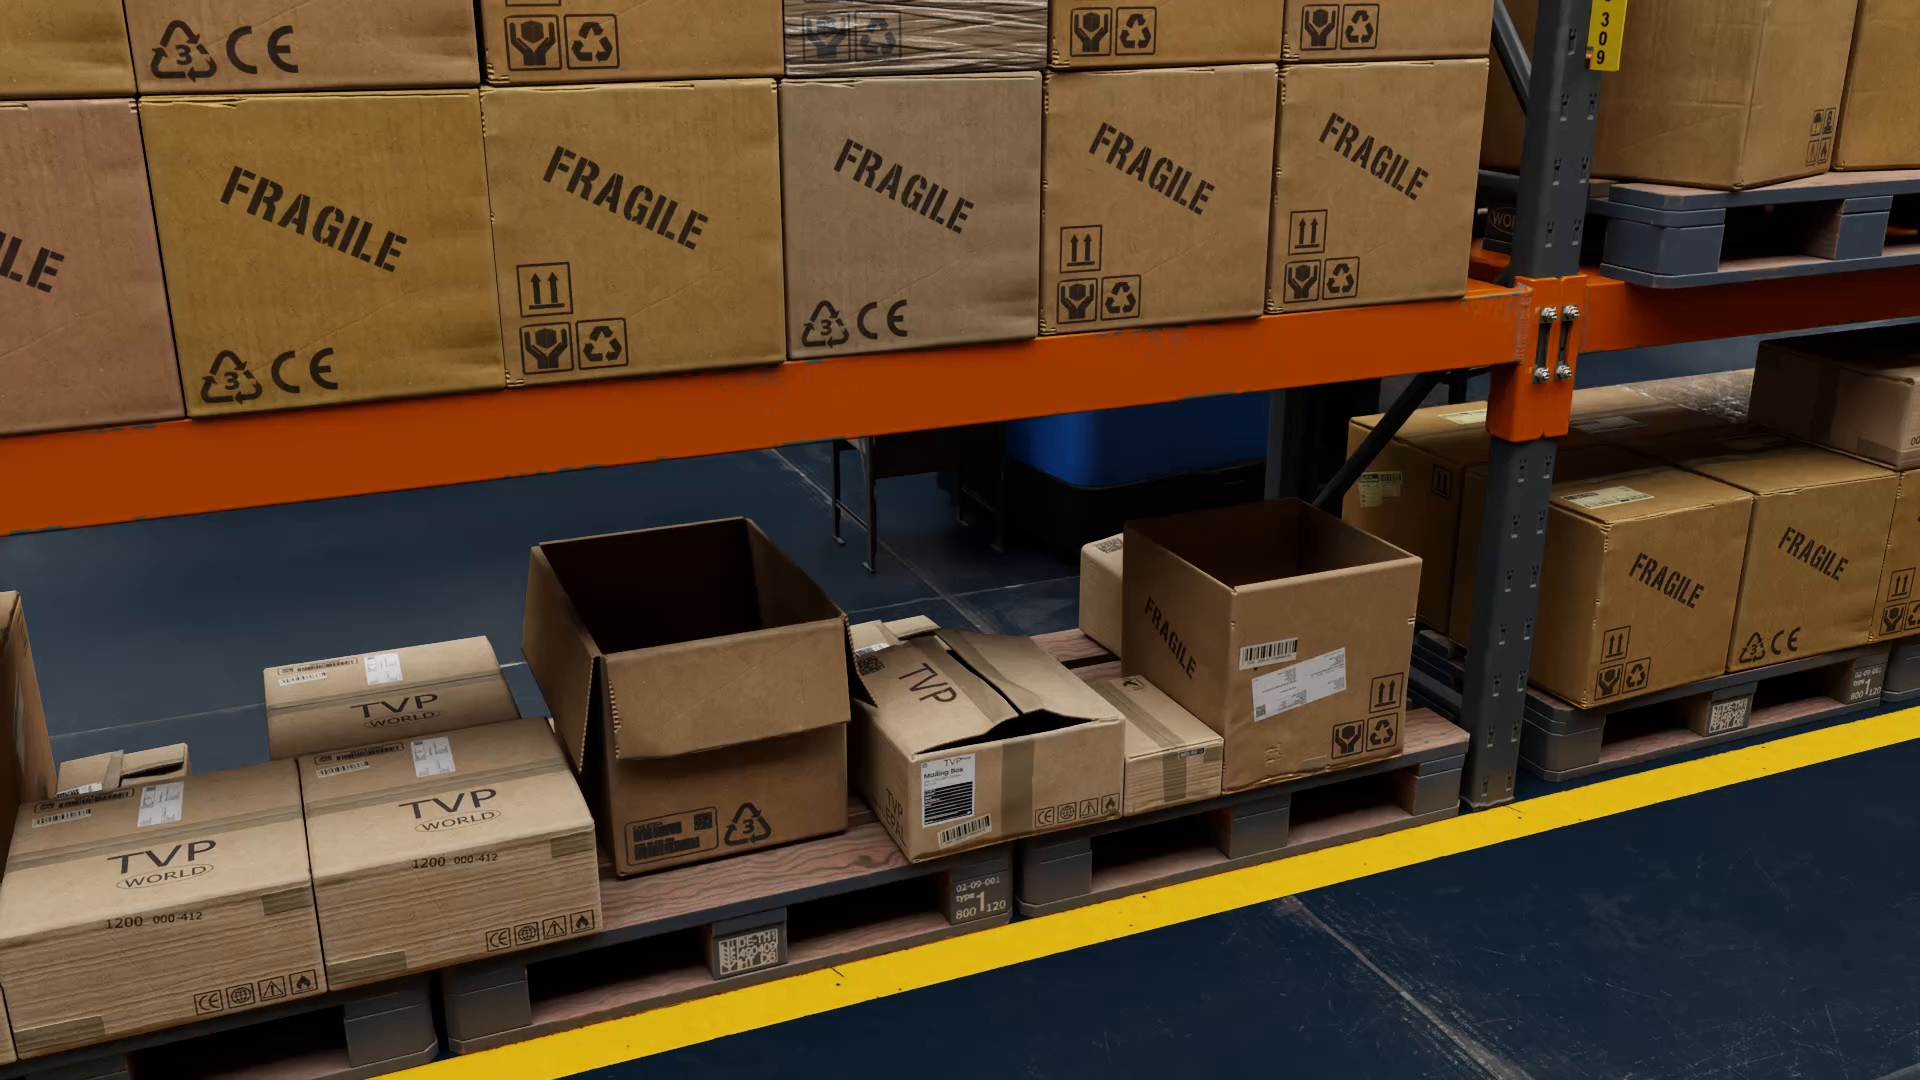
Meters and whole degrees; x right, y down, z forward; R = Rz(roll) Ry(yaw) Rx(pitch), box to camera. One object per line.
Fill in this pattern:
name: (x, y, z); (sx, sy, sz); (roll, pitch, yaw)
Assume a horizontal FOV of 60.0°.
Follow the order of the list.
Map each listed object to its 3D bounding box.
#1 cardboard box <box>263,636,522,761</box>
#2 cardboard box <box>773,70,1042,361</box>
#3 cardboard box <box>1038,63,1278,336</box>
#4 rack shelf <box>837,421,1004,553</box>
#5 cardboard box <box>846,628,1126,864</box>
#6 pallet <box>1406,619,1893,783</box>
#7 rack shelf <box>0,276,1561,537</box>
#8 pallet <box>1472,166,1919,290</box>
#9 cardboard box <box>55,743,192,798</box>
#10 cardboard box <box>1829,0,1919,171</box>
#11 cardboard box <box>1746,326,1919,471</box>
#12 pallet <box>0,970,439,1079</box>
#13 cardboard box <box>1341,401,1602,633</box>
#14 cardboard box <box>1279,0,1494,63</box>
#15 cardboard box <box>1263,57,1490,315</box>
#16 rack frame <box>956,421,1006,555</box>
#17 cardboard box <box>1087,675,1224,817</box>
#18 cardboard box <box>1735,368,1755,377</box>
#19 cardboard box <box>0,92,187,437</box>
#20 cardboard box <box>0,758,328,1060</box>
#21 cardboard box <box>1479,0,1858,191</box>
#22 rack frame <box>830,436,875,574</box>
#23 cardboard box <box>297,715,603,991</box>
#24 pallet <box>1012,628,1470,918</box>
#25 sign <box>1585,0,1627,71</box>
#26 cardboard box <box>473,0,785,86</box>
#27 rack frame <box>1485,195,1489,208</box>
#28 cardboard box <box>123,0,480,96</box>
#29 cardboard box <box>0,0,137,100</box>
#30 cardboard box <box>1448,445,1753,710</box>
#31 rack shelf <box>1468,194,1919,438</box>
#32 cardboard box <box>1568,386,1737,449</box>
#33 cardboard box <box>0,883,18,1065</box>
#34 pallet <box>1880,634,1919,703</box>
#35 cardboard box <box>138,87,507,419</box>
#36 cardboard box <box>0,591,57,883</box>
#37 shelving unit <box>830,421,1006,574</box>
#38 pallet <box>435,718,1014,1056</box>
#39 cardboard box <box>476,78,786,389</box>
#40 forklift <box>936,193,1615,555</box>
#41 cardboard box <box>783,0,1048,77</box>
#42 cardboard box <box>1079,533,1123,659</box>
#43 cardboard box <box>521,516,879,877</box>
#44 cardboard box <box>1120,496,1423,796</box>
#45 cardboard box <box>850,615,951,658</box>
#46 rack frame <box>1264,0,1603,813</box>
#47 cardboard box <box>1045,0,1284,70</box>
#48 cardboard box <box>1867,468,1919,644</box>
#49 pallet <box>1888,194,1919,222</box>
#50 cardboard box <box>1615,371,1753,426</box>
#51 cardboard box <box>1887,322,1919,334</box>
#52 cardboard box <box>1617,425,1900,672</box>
cardboard box: (-1.259, 0.452, 3.700); (0.500, 0.250, 0.500); (-8, 21, -22)
cardboard box: (-0.173, -0.668, 3.252); (0.500, 0.500, 0.500); (-8, 21, -21)
cardboard box: (0.298, -0.736, 3.446); (0.500, 0.500, 0.500); (-8, 21, -20)
rack shelf: (-0.152, -0.295, 5.848); (0.480, 0.518, 0.431); (-8, 21, -22)
cardboard box: (0.029, 0.419, 3.700); (0.500, 0.311, 0.500); (-8, 21, -22)
pallet: (1.860, 0.295, 4.865); (1.213, 0.211, 1.003); (-8, 21, -22)
rack shelf: (-0.708, -0.299, 3.438); (4.000, 0.370, 1.077); (-8, 21, -22)
pallet: (1.905, -0.883, 4.301); (1.213, 0.211, 1.003); (-8, 21, -22)
cardboard box: (-1.735, 0.581, 3.458); (0.250, 0.166, 0.380); (-8, 21, -22)
cardboard box: (2.258, -1.251, 4.274); (0.500, 0.500, 0.700); (-5, 20, -13)
cardboard box: (2.587, -0.404, 4.626); (0.500, 0.250, 0.500); (-8, 21, -22)
pallet: (-1.743, 0.825, 3.361); (1.213, 0.211, 1.003); (-8, 21, -22)
cardboard box: (1.468, -0.082, 4.840); (0.500, 0.500, 0.500); (-8, 21, -22)
cardboard box: (0.767, -1.275, 3.470); (0.500, 0.500, 0.500); (-8, 21, -22)
cardboard box: (0.771, -0.805, 3.640); (0.500, 0.500, 0.500); (-8, 21, -21)
rack frame: (0.072, -1.001, 5.703); (0.015, 2.100, 0.400); (-8, 21, -22)
cardboard box: (0.397, 0.465, 3.815); (0.250, 0.149, 0.380); (-8, 21, -22)
cardboard box: (2.852, -0.278, 5.396); (0.500, 0.500, 0.500); (-9, 21, -24)
cardboard box: (-1.561, -0.470, 2.689); (0.500, 0.500, 0.500); (-8, 21, -22)
cardboard box: (-1.474, 0.663, 3.099); (0.500, 0.250, 0.500); (-8, 21, -22)
cardboard box: (1.652, -1.141, 3.962); (0.500, 0.500, 0.700); (-17, 26, -40)
rack frame: (-0.376, -0.937, 5.520); (0.015, 2.100, 0.400); (-8, 21, -22)
cardboard box: (-1.015, 0.598, 3.286); (0.500, 0.250, 0.500); (-8, 21, -22)
pallet: (0.497, 0.504, 4.273); (1.213, 0.211, 1.003); (-8, 21, -22)
sign: (1.350, -1.145, 3.455); (0.005, 0.325, 0.100); (-8, 21, -22)
cardboard box: (-0.628, -1.074, 2.901); (0.500, 0.500, 0.500); (-8, 21, -22)
rack frame: (2.843, -2.939, 9.851); (0.127, 3.000, 1.000); (-8, 21, -22)
cardboard box: (-1.094, -1.007, 2.710); (0.500, 0.500, 0.500); (-8, 21, -21)
cardboard box: (-1.556, -0.943, 2.528); (0.500, 0.500, 0.500); (-8, 21, -21)
cardboard box: (1.669, 0.081, 4.377); (0.500, 0.500, 0.500); (-9, 21, -24)
rack shelf: (2.965, -0.825, 4.932); (4.000, 0.370, 1.077); (-8, 21, -22)
cardboard box: (1.925, -0.145, 5.018); (0.500, 0.500, 0.500); (-8, 21, -22)
cardboard box: (-1.794, 0.771, 2.921); (0.250, 0.166, 0.380); (-8, 21, -22)
pallet: (2.982, 0.134, 5.325); (1.213, 0.211, 1.003); (-8, 21, -22)
cardboard box: (-1.099, -0.535, 2.874); (0.500, 0.500, 0.500); (-8, 21, -22)
cardboard box: (-2.143, 0.450, 3.330); (0.500, 0.500, 0.500); (-8, 21, -22)
shelving unit: (-0.152, -0.969, 5.611); (0.503, 2.100, 0.431); (-8, 21, -22)
pallet: (-0.624, 0.666, 3.813); (1.213, 0.211, 1.003); (-8, 21, -22)
cardboard box: (-0.639, -0.600, 3.059); (0.500, 0.500, 0.500); (-8, 21, -21)
forklift: (1.432, -1.659, 6.319); (3.031, 2.935, 1.130); (-12, 22, -30)
cardboard box: (-0.165, -1.140, 3.088); (0.500, 0.500, 0.500); (-8, 21, -21)
cardboard box: (0.657, 0.149, 4.469); (0.500, 0.311, 0.500); (-8, 21, -22)
cardboard box: (-0.595, 0.317, 3.701); (0.637, 0.503, 0.797); (-8, 21, -22)
cardboard box: (0.718, 0.232, 3.949); (0.500, 0.500, 0.500); (-8, 21, -22)
cardboard box: (-0.133, 0.334, 4.162); (0.250, 0.166, 0.380); (-8, 21, -22)
rack frame: (1.128, -0.901, 4.065); (0.127, 3.000, 1.000); (-8, 21, -22)
cardboard box: (0.297, -1.206, 3.276); (0.500, 0.500, 0.500); (-9, 21, -23)
cardboard box: (2.616, -0.056, 4.766); (0.500, 0.500, 0.500); (-8, 21, -21)
pallet: (3.017, -1.080, 4.861); (1.213, 0.211, 1.003); (-8, 21, -22)
cardboard box: (2.386, -0.210, 5.205); (0.500, 0.500, 0.500); (-8, 21, -21)
cardboard box: (3.048, -0.471, 4.814); (0.500, 0.250, 0.500); (-9, 21, -23)
cardboard box: (2.154, 0.007, 4.586); (0.500, 0.500, 0.500); (-8, 21, -21)
